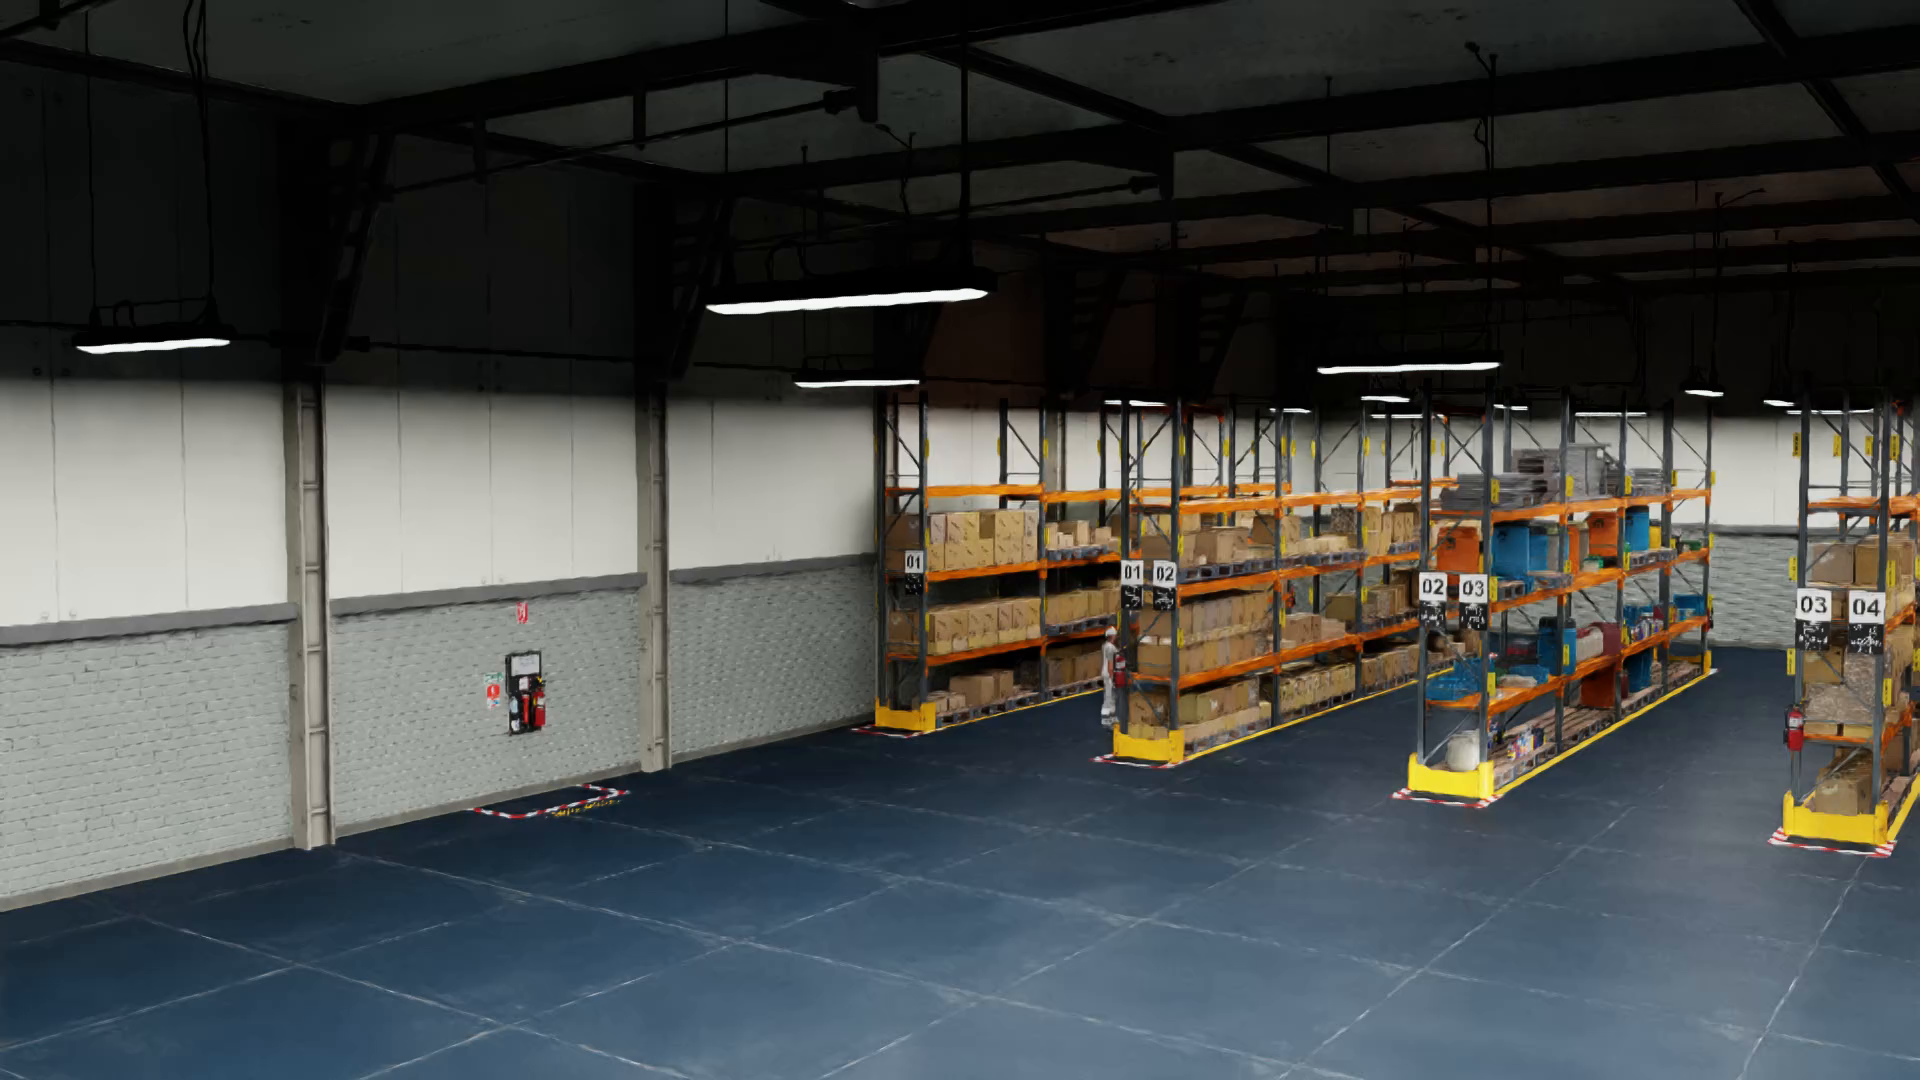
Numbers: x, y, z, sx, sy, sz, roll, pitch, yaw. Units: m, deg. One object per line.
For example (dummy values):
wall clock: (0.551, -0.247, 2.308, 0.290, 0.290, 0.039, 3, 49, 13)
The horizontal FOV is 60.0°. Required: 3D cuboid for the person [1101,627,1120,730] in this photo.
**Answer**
person: (2.735, 2.448, 29.595, 0.442, 1.792, 0.601, 0, 3, 4)
